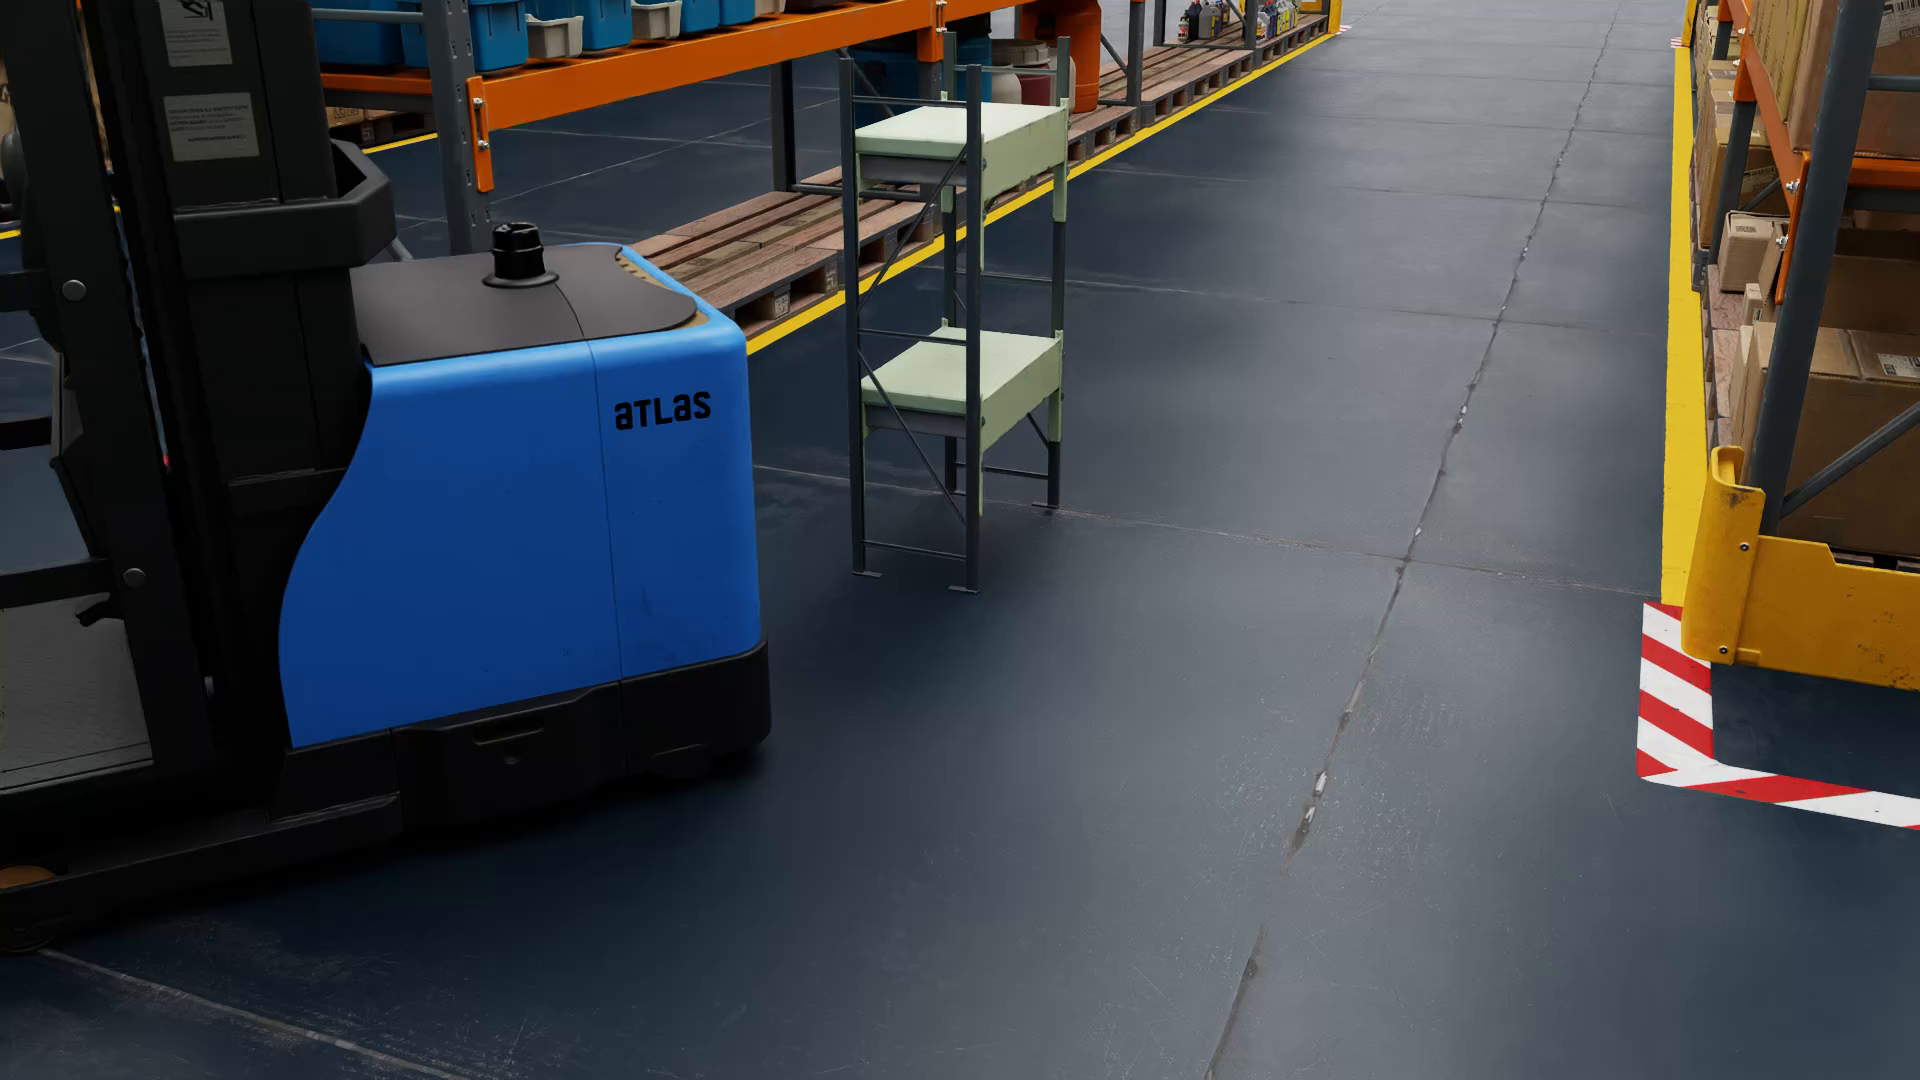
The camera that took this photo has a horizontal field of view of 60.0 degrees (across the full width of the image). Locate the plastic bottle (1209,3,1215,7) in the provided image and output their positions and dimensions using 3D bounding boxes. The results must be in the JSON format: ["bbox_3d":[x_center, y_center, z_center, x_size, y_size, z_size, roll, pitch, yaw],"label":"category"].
[{"bbox_3d":[2.614,-5.482,17.445,0.152,0.276,0.135,9,24,21],"label":"plastic bottle"}]

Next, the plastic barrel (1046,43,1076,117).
[{"bbox_3d":[0.609,-3.244,11.808,0.421,0.512,0.421,0,23,0],"label":"plastic barrel"}]

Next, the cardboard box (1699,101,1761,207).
[{"bbox_3d":[4.309,-2.071,8.989,0.500,0.500,0.500,9,24,21],"label":"cardboard box"}]

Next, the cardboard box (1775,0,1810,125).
[{"bbox_3d":[2.631,-1.449,4.697,0.500,0.500,0.500,9,24,21],"label":"cardboard box"}]

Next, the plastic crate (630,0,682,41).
[{"bbox_3d":[-1.225,-2.021,6.460,0.250,0.136,0.298,9,24,20],"label":"plastic crate"}]

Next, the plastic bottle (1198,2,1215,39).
[{"bbox_3d":[2.493,-5.254,16.802,0.144,0.351,0.185,9,24,20],"label":"plastic bottle"}]

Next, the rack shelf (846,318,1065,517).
[{"bbox_3d":[0.002,-0.394,5.092,0.431,0.370,0.720,9,24,20],"label":"rack shelf"}]

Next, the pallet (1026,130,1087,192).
[{"bbox_3d":[0.193,-2.581,11.155,1.003,0.211,1.213,9,24,20],"label":"pallet"}]

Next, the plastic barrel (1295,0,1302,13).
[{"bbox_3d":[3.700,-6.253,19.011,0.421,0.512,0.421,0,23,0],"label":"plastic barrel"}]

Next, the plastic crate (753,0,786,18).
[{"bbox_3d":[-0.952,-2.399,7.366,0.293,0.136,0.466,9,24,20],"label":"plastic crate"}]

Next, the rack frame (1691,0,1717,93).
[{"bbox_3d":[6.985,-5.312,14.074,1.000,3.000,0.127,9,24,20],"label":"rack frame"}]

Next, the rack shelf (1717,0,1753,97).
[{"bbox_3d":[4.756,-2.833,9.073,1.077,0.370,4.000,9,24,20],"label":"rack shelf"}]

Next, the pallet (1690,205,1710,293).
[{"bbox_3d":[4.280,-1.458,8.468,1.003,0.211,1.213,9,24,20],"label":"pallet"}]

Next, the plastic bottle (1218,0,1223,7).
[{"bbox_3d":[2.783,-5.671,17.903,0.097,0.271,0.097,0,23,0],"label":"plastic bottle"}]

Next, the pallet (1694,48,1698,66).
[{"bbox_3d":[7.771,-4.742,16.328,1.003,0.211,1.213,9,24,20],"label":"pallet"}]

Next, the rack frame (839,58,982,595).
[{"bbox_3d":[-0.133,-0.563,4.653,0.400,1.500,0.023,9,24,20],"label":"rack frame"}]

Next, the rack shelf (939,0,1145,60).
[{"bbox_3d":[0.159,-3.543,10.774,1.077,0.370,4.000,9,24,20],"label":"rack shelf"}]

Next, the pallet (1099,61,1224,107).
[{"bbox_3d":[1.680,-4.011,14.578,1.003,0.211,1.213,9,24,20],"label":"pallet"}]

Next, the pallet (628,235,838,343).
[{"bbox_3d":[-1.273,-1.166,7.767,1.003,0.211,1.213,9,24,20],"label":"pallet"}]

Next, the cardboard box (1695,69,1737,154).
[{"bbox_3d":[4.876,-2.620,10.302,0.500,0.500,0.500,8,24,18],"label":"cardboard box"}]

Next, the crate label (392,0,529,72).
[{"bbox_3d":[-1.673,-1.719,5.614,0.416,0.233,0.303,9,24,20],"label":"crate label"}]

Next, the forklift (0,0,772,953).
[{"bbox_3d":[-2.005,-0.735,3.206,3.031,2.935,1.130,-11,25,-24],"label":"forklift"}]

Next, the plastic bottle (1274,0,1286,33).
[{"bbox_3d":[3.301,-5.452,17.276,0.144,0.351,0.185,9,24,20],"label":"plastic bottle"}]

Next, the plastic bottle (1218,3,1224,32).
[{"bbox_3d":[2.713,-5.470,17.408,0.061,0.283,0.133,9,24,20],"label":"plastic bottle"}]

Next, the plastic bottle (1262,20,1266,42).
[{"bbox_3d":[2.988,-5.058,16.527,0.097,0.201,0.097,0,23,0],"label":"plastic bottle"}]

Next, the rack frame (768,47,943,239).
[{"bbox_3d":[-0.584,-3.159,8.922,1.000,3.000,0.127,9,24,20],"label":"rack frame"}]

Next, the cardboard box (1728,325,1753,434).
[{"bbox_3d":[2.882,-0.517,5.593,0.500,0.250,0.500,9,24,20],"label":"cardboard box"}]

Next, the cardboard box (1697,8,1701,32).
[{"bbox_3d":[7.883,-5.328,17.138,0.500,0.250,0.500,9,24,20],"label":"cardboard box"}]

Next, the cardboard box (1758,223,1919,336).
[{"bbox_3d":[3.320,-0.827,6.006,0.797,0.503,0.637,9,24,20],"label":"cardboard box"}]

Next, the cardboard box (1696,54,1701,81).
[{"bbox_3d":[6.414,-3.945,13.825,0.500,0.250,0.500,9,24,21],"label":"cardboard box"}]

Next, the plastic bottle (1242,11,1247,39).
[{"bbox_3d":[2.939,-5.253,16.800,0.144,0.351,0.185,9,24,20],"label":"plastic bottle"}]

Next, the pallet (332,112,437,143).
[{"bbox_3d":[-4.515,-3.307,12.892,1.003,0.211,1.213,9,24,20],"label":"pallet"}]

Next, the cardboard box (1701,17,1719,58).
[{"bbox_3d":[6.218,-4.019,13.276,0.500,0.311,0.500,8,24,18],"label":"cardboard box"}]

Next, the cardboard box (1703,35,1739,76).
[{"bbox_3d":[5.652,-3.474,11.969,0.500,0.311,0.500,8,24,19],"label":"cardboard box"}]

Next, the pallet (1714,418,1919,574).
[{"bbox_3d":[2.851,-0.043,5.080,1.003,0.211,1.213,9,24,20],"label":"pallet"}]

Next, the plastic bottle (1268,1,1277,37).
[{"bbox_3d":[3.143,-5.300,16.912,0.144,0.351,0.185,8,24,18],"label":"plastic bottle"}]

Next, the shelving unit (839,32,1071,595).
[{"bbox_3d":[0.002,-0.694,4.967,0.431,1.500,0.755,9,24,20],"label":"shelving unit"}]

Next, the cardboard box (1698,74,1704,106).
[{"bbox_3d":[5.846,-3.393,12.504,0.500,0.250,0.500,9,24,21],"label":"cardboard box"}]

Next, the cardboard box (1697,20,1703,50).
[{"bbox_3d":[7.321,-4.792,15.854,0.500,0.250,0.500,9,24,20],"label":"cardboard box"}]

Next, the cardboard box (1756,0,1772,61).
[{"bbox_3d":[3.196,-1.989,5.991,0.500,0.500,0.500,9,24,20],"label":"cardboard box"}]

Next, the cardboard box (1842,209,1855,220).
[{"bbox_3d":[4.419,-1.637,7.949,0.500,0.500,0.500,8,24,18],"label":"cardboard box"}]

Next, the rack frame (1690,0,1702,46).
[{"bbox_3d":[8.471,-6.743,17.501,1.000,3.000,0.127,9,24,20],"label":"rack frame"}]

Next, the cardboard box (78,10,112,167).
[{"bbox_3d":[-5.502,-2.857,10.410,0.875,0.875,0.875,9,24,20],"label":"cardboard box"}]

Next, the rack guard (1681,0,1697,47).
[{"bbox_3d":[8.480,-5.598,18.004,1.175,0.500,0.348,9,24,20],"label":"rack guard"}]

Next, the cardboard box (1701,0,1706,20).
[{"bbox_3d":[7.505,-5.318,16.138,0.500,0.500,0.500,9,24,20],"label":"cardboard box"}]

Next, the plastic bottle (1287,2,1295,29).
[{"bbox_3d":[3.479,-5.593,17.712,0.152,0.276,0.135,9,24,20],"label":"plastic bottle"}]

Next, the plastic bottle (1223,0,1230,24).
[{"bbox_3d":[2.910,-5.793,18.197,0.097,0.271,0.097,0,23,0],"label":"plastic bottle"}]

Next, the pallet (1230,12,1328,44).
[{"bbox_3d":[3.582,-5.843,18.964,1.003,0.211,1.213,9,24,20],"label":"pallet"}]

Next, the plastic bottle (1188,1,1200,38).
[{"bbox_3d":[2.359,-5.275,16.852,0.144,0.351,0.185,8,24,19],"label":"plastic bottle"}]

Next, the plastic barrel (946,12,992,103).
[{"bbox_3d":[-0.103,-2.830,10.312,0.600,0.901,0.708,9,24,20],"label":"plastic barrel"}]
